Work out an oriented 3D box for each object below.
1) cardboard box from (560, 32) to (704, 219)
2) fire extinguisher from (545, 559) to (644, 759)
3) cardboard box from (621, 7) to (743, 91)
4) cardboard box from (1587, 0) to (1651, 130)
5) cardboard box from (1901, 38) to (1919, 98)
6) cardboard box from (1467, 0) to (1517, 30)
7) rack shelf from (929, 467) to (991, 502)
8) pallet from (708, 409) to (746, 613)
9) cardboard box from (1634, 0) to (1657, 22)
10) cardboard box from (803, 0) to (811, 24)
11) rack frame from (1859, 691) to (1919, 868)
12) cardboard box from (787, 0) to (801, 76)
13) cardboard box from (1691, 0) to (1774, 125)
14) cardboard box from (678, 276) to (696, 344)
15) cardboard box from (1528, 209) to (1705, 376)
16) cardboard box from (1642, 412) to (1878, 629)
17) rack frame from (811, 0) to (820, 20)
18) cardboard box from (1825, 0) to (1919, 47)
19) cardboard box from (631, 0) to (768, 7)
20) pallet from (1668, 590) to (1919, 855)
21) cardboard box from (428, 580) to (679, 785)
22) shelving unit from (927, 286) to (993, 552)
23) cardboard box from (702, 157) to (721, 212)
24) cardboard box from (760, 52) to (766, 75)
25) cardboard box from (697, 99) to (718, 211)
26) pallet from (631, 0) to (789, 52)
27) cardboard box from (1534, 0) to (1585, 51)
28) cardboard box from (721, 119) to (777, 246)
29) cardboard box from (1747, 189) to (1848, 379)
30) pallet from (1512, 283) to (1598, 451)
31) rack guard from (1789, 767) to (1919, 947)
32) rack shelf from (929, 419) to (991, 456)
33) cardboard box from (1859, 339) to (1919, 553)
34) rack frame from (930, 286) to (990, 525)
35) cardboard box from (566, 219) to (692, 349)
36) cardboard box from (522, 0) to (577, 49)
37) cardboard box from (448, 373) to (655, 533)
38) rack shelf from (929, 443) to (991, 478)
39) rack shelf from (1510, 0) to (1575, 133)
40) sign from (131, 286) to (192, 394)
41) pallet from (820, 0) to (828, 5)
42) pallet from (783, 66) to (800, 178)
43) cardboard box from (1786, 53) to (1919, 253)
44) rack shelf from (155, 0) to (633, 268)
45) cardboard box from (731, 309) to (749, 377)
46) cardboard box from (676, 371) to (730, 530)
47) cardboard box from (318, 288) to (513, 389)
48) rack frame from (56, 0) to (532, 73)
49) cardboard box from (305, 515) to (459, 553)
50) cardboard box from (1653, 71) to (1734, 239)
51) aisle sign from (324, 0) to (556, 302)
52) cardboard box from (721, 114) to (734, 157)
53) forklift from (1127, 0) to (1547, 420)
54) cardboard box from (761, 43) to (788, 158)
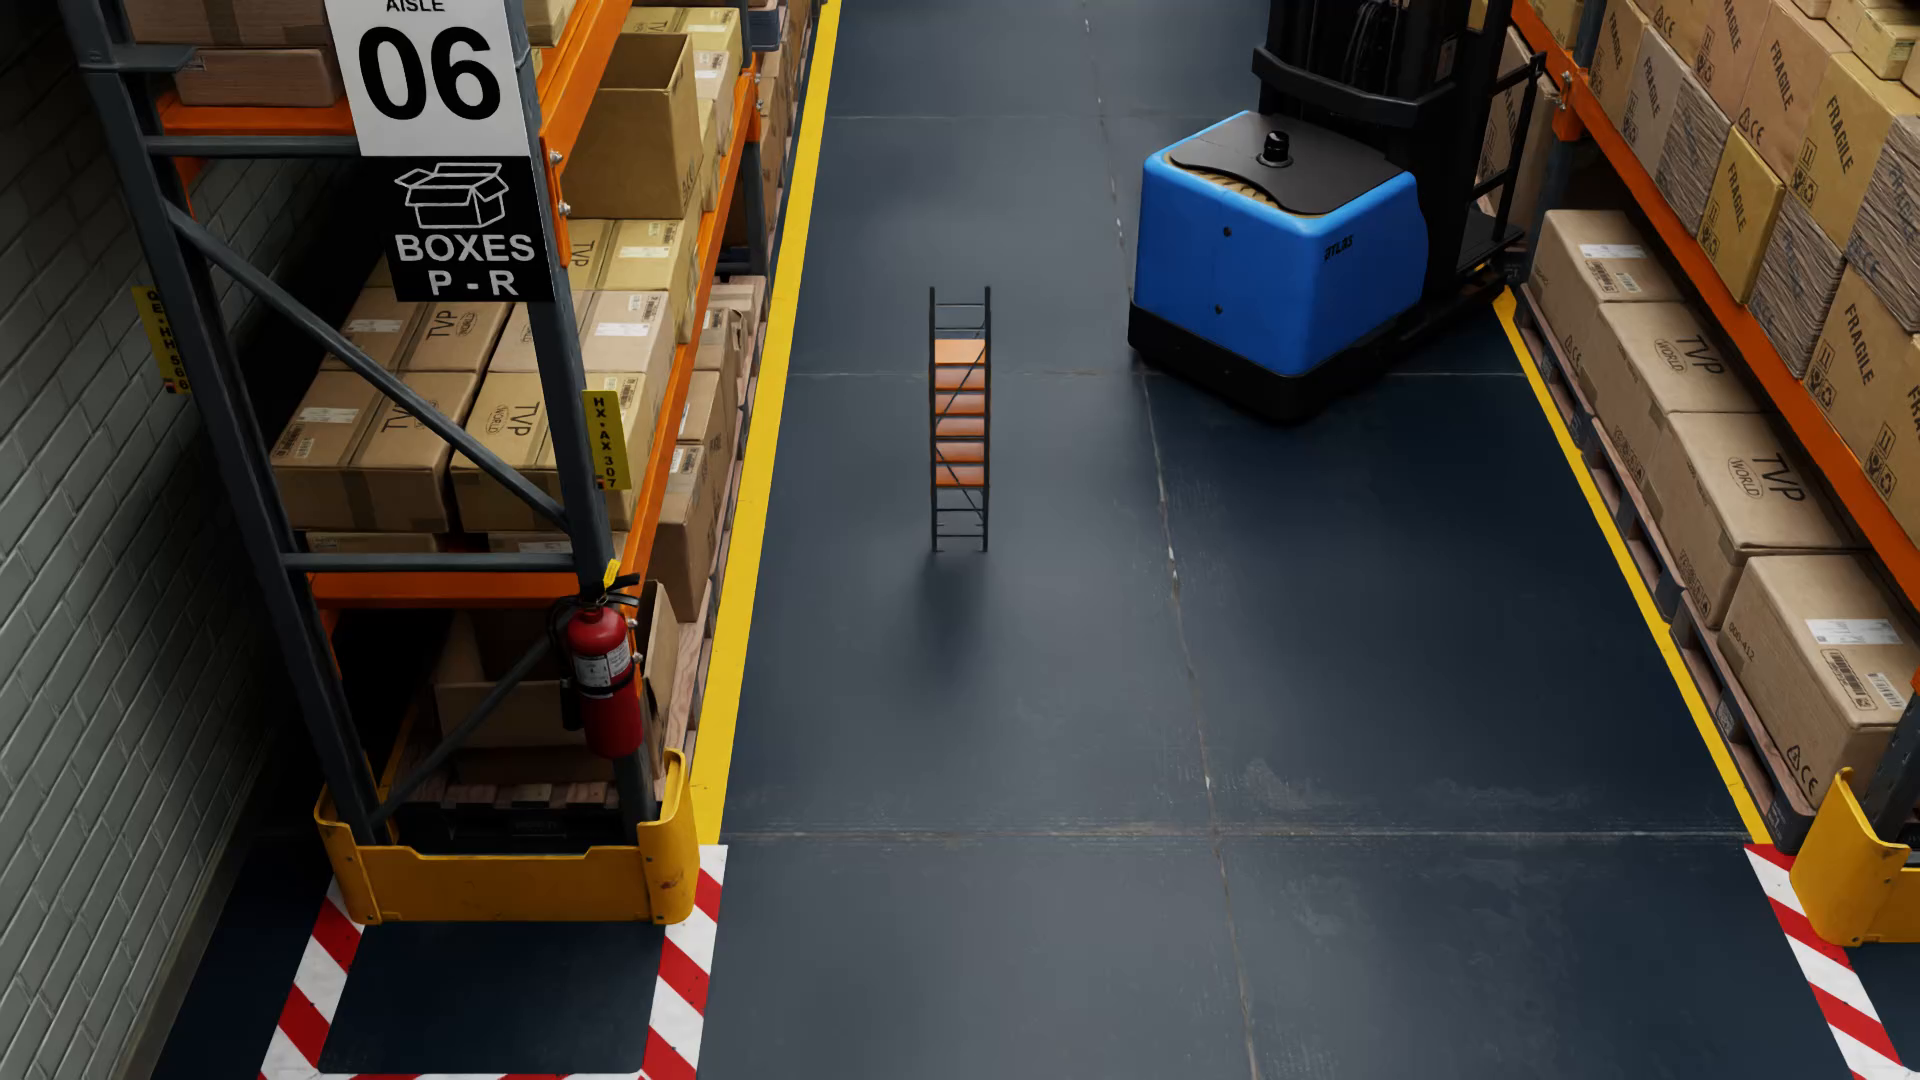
[{"bbox_3d":[-1.231,-1.501,6.007,0.500,0.500,0.500,1,39,1],"label":"cardboard box"},{"bbox_3d":[-1.036,0.338,4.790,0.296,0.674,0.183,0,39,0],"label":"fire extinguisher"},{"bbox_3d":[-1.258,-2.170,7.441,0.500,0.250,0.500,1,39,1],"label":"cardboard box"},{"bbox_3d":[3.200,-2.182,7.494,0.500,0.500,0.500,1,39,1],"label":"cardboard box"},{"bbox_3d":[3.267,-1.483,5.304,0.380,0.149,0.250,0,39,0],"label":"cardboard box"},{"bbox_3d":[3.371,-2.724,9.614,0.875,0.875,0.875,1,39,1],"label":"cardboard box"},{"bbox_3d":[0.000,-0.255,7.064,0.258,0.103,0.180,0,39,0],"label":"rack shelf"},{"bbox_3d":[-1.499,-0.148,7.266,1.003,0.211,1.213,0,39,0],"label":"pallet"},{"bbox_3d":[3.219,-2.568,7.176,0.500,0.500,0.500,0,39,0],"label":"cardboard box"},{"bbox_3d":[-1.292,-3.856,11.327,0.500,0.500,0.500,1,39,1],"label":"cardboard box"},{"bbox_3d":[3.465,0.065,4.771,1.000,3.000,0.127,0,39,0],"label":"rack frame"},{"bbox_3d":[-1.299,-3.216,10.528,0.500,0.500,0.500,2,39,2],"label":"cardboard box"},{"bbox_3d":[3.203,-1.932,6.382,0.500,0.500,0.500,1,39,1],"label":"cardboard box"},{"bbox_3d":[-1.176,-0.843,6.104,0.380,0.149,0.250,-1,39,-1],"label":"cardboard box"},{"bbox_3d":[3.354,-1.208,8.072,0.875,0.438,0.875,-1,39,-1],"label":"cardboard box"},{"bbox_3d":[3.355,-0.084,6.670,0.875,0.438,0.875,1,39,1],"label":"cardboard box"},{"bbox_3d":[-1.507,-4.932,11.006,1.000,3.000,0.127,0,39,0],"label":"rack frame"},{"bbox_3d":[3.227,-1.804,5.704,0.380,0.149,0.250,1,39,1],"label":"cardboard box"},{"bbox_3d":[-1.280,-2.936,8.100,0.700,0.500,0.500,1,39,1],"label":"cardboard box"},{"bbox_3d":[3.386,0.653,6.266,1.003,0.211,1.213,0,39,0],"label":"pallet"},{"bbox_3d":[-1.404,0.498,5.890,0.797,0.503,0.637,-1,39,-2],"label":"cardboard box"},{"bbox_3d":[0.000,-0.477,6.886,0.258,1.200,0.189,0,39,0],"label":"shelving unit"},{"bbox_3d":[-1.202,-1.484,6.905,0.380,0.149,0.250,-1,39,-1],"label":"cardboard box"},{"bbox_3d":[-1.303,-2.758,9.437,0.380,0.149,0.250,0,39,0],"label":"cardboard box"},{"bbox_3d":[-1.256,-1.545,6.661,0.500,0.250,0.500,0,39,0],"label":"cardboard box"},{"bbox_3d":[-1.395,-2.856,8.568,1.003,0.211,1.213,0,39,0],"label":"pallet"},{"bbox_3d":[3.208,-2.658,8.289,0.500,0.250,0.500,-1,39,-1],"label":"cardboard box"},{"bbox_3d":[-1.278,-1.922,8.913,0.500,0.500,0.500,2,39,2],"label":"cardboard box"},{"bbox_3d":[3.204,-0.911,5.908,0.500,0.500,0.500,1,39,1],"label":"cardboard box"},{"bbox_3d":[3.384,-0.873,8.170,1.003,0.211,1.213,0,39,0],"label":"pallet"},{"bbox_3d":[3.466,1.055,5.534,1.175,0.500,0.348,0,39,0],"label":"rack guard"},{"bbox_3d":[0.000,-0.443,6.914,0.258,0.103,0.180,0,39,0],"label":"rack shelf"},{"bbox_3d":[3.200,-0.276,5.115,0.500,0.500,0.500,0,39,0],"label":"cardboard box"},{"bbox_3d":[0.000,-0.534,6.957,0.240,1.200,0.006,0,39,0],"label":"rack frame"},{"bbox_3d":[-1.234,-0.903,5.860,0.500,0.250,0.500,-1,39,-1],"label":"cardboard box"},{"bbox_3d":[-1.225,-1.435,4.126,0.500,0.250,0.500,0,39,-1],"label":"cardboard box"},{"bbox_3d":[-1.229,-0.271,5.071,0.500,0.250,0.500,0,39,0],"label":"cardboard box"},{"bbox_3d":[0.000,-0.349,6.989,0.258,0.103,0.180,0,39,0],"label":"rack shelf"},{"bbox_3d":[3.459,-3.407,9.678,1.077,0.370,4.000,0,39,0],"label":"rack shelf"},{"bbox_3d":[-2.053,-0.517,4.317,0.100,0.325,0.005,0,39,0],"label":"sign"},{"bbox_3d":[-1.469,-4.359,12.520,1.003,0.211,1.213,0,39,0],"label":"pallet"},{"bbox_3d":[-1.546,-2.616,10.346,1.003,0.211,1.213,0,39,0],"label":"pallet"},{"bbox_3d":[3.200,-1.302,5.596,0.500,0.500,0.500,0,39,0],"label":"cardboard box"},{"bbox_3d":[-1.500,-2.070,5.611,1.077,0.370,4.000,0,39,0],"label":"rack shelf"},{"bbox_3d":[-1.208,-0.956,7.895,0.396,0.266,0.258,1,39,2],"label":"cardboard box"},{"bbox_3d":[-1.267,-0.366,6.971,0.500,0.500,0.500,1,39,1],"label":"cardboard box"},{"bbox_3d":[-1.763,-0.597,5.478,0.500,0.250,0.500,0,39,0],"label":"cardboard box"},{"bbox_3d":[-1.498,-2.270,2.887,1.000,3.000,0.127,0,39,0],"label":"rack frame"},{"bbox_3d":[-1.767,-0.038,5.100,0.380,0.149,0.250,0,39,-1],"label":"cardboard box"},{"bbox_3d":[3.190,-1.556,6.713,0.500,0.500,0.500,0,39,0],"label":"cardboard box"},{"bbox_3d":[-1.204,-0.901,3.897,0.394,0.787,0.004,0,39,0],"label":"aisle sign"},{"bbox_3d":[-1.203,-1.808,7.309,0.380,0.149,0.250,1,39,1],"label":"cardboard box"},{"bbox_3d":[2.249,-2.523,8.054,3.031,2.935,1.130,-32,48,-33],"label":"forklift"},{"bbox_3d":[-1.285,-2.567,9.718,0.500,0.500,0.500,-1,39,-1],"label":"cardboard box"}]
